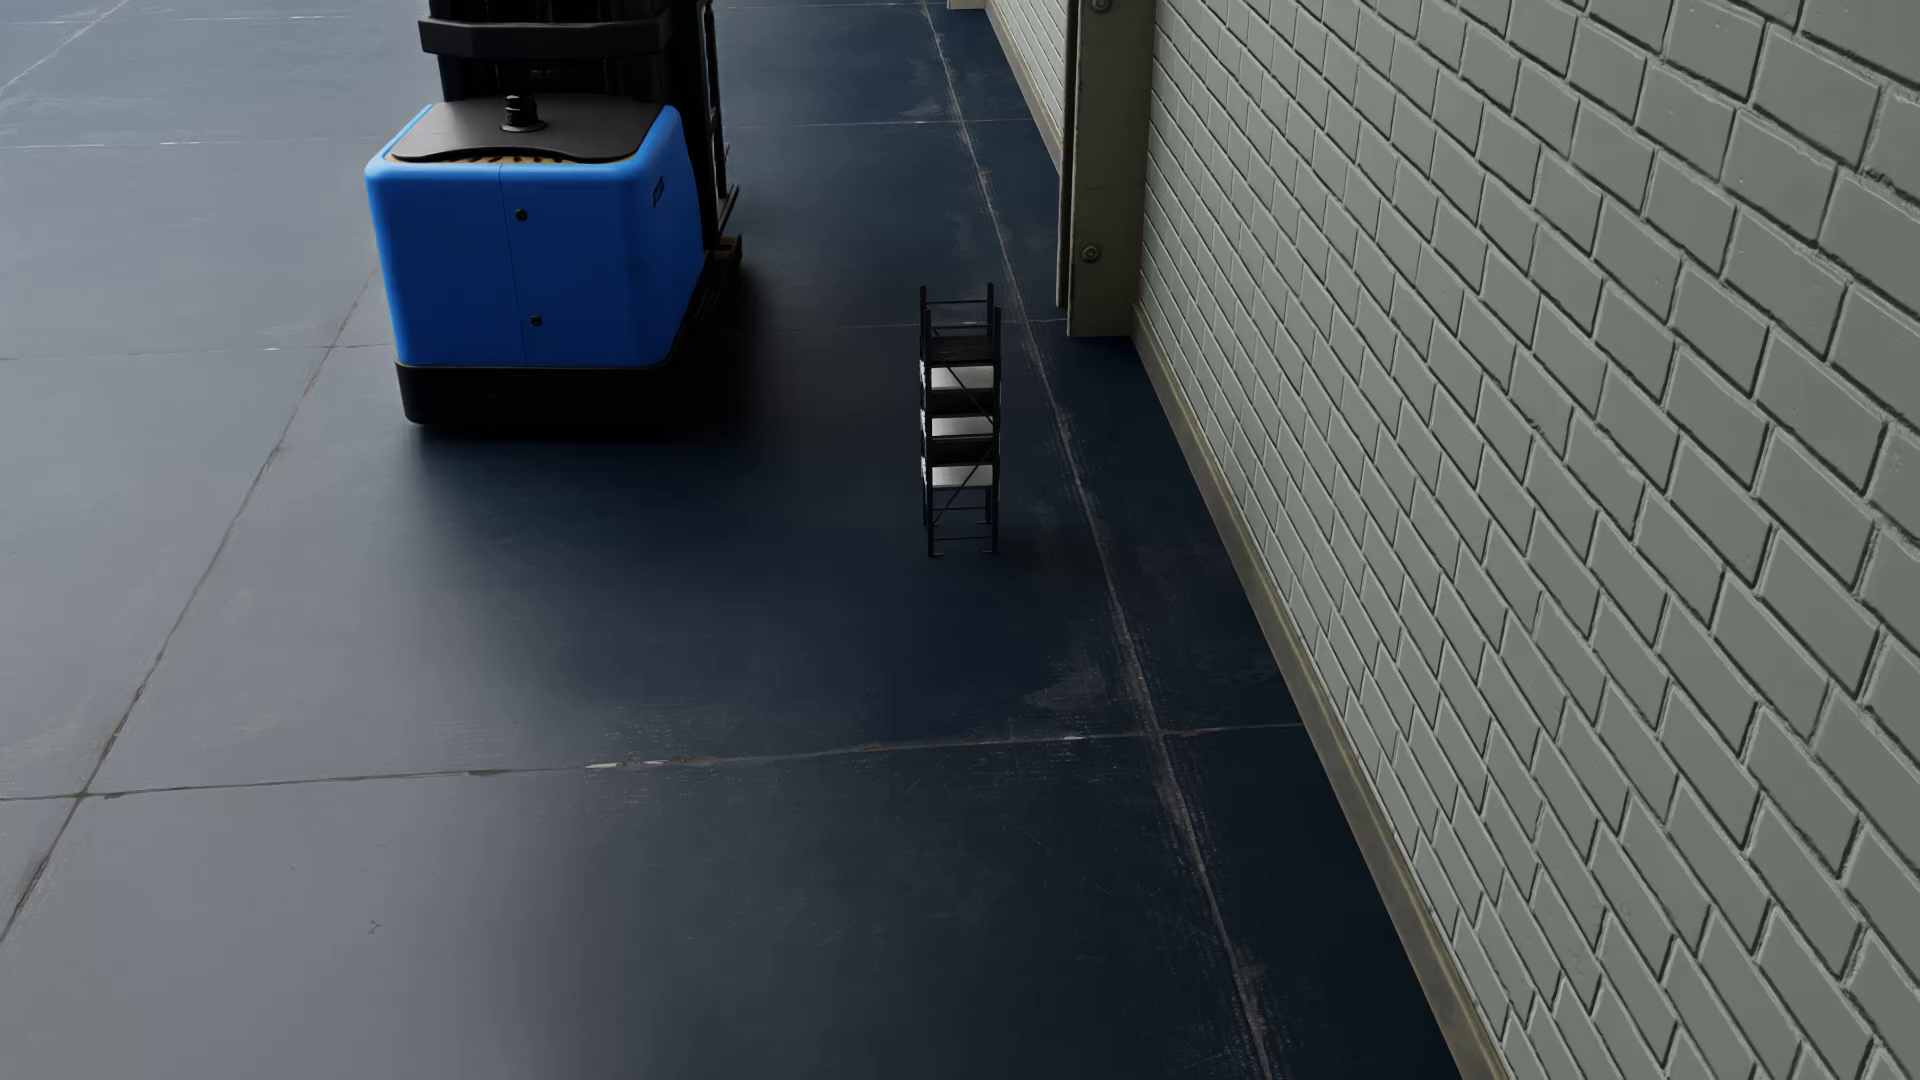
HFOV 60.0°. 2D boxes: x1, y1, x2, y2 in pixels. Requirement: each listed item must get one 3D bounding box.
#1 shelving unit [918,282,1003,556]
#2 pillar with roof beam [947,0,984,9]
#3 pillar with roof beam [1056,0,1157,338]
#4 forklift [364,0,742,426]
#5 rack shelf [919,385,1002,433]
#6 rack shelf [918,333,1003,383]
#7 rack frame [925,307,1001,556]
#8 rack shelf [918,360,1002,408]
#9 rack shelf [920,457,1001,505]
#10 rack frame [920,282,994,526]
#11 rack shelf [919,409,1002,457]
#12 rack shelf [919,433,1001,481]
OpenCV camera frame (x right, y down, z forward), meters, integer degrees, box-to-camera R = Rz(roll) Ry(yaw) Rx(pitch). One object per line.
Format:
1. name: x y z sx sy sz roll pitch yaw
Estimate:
1. shelving unit: -0.001 -0.390 5.526 0.258 0.900 0.210 -3 31 -5
2. pillar with roof beam: -4.239 -7.709 9.880 9.100 9.000 0.400 -3 31 -5
3. pillar with roof beam: -3.679 -4.645 4.752 9.100 9.000 0.400 -3 31 -5
4. forklift: -1.599 -2.411 6.928 1.130 2.935 3.031 0 31 1
5. rack shelf: -0.001 -0.439 5.497 0.258 0.077 0.200 -3 31 -5
6. rack shelf: -0.001 -0.594 5.405 0.258 0.077 0.200 -3 31 -5
7. rack frame: 0.009 -0.339 5.439 0.240 0.900 0.006 -3 31 -5
8. rack shelf: -0.001 -0.516 5.451 0.258 0.077 0.200 -3 31 -5
9. rack shelf: -0.001 -0.207 5.636 0.258 0.077 0.200 -3 31 -5
10. rack frame: -0.010 -0.442 5.613 0.240 0.900 0.006 -3 31 -5
11. rack shelf: -0.001 -0.362 5.543 0.258 0.077 0.200 -3 31 -5
12. rack shelf: -0.001 -0.285 5.589 0.258 0.077 0.200 -3 31 -5
